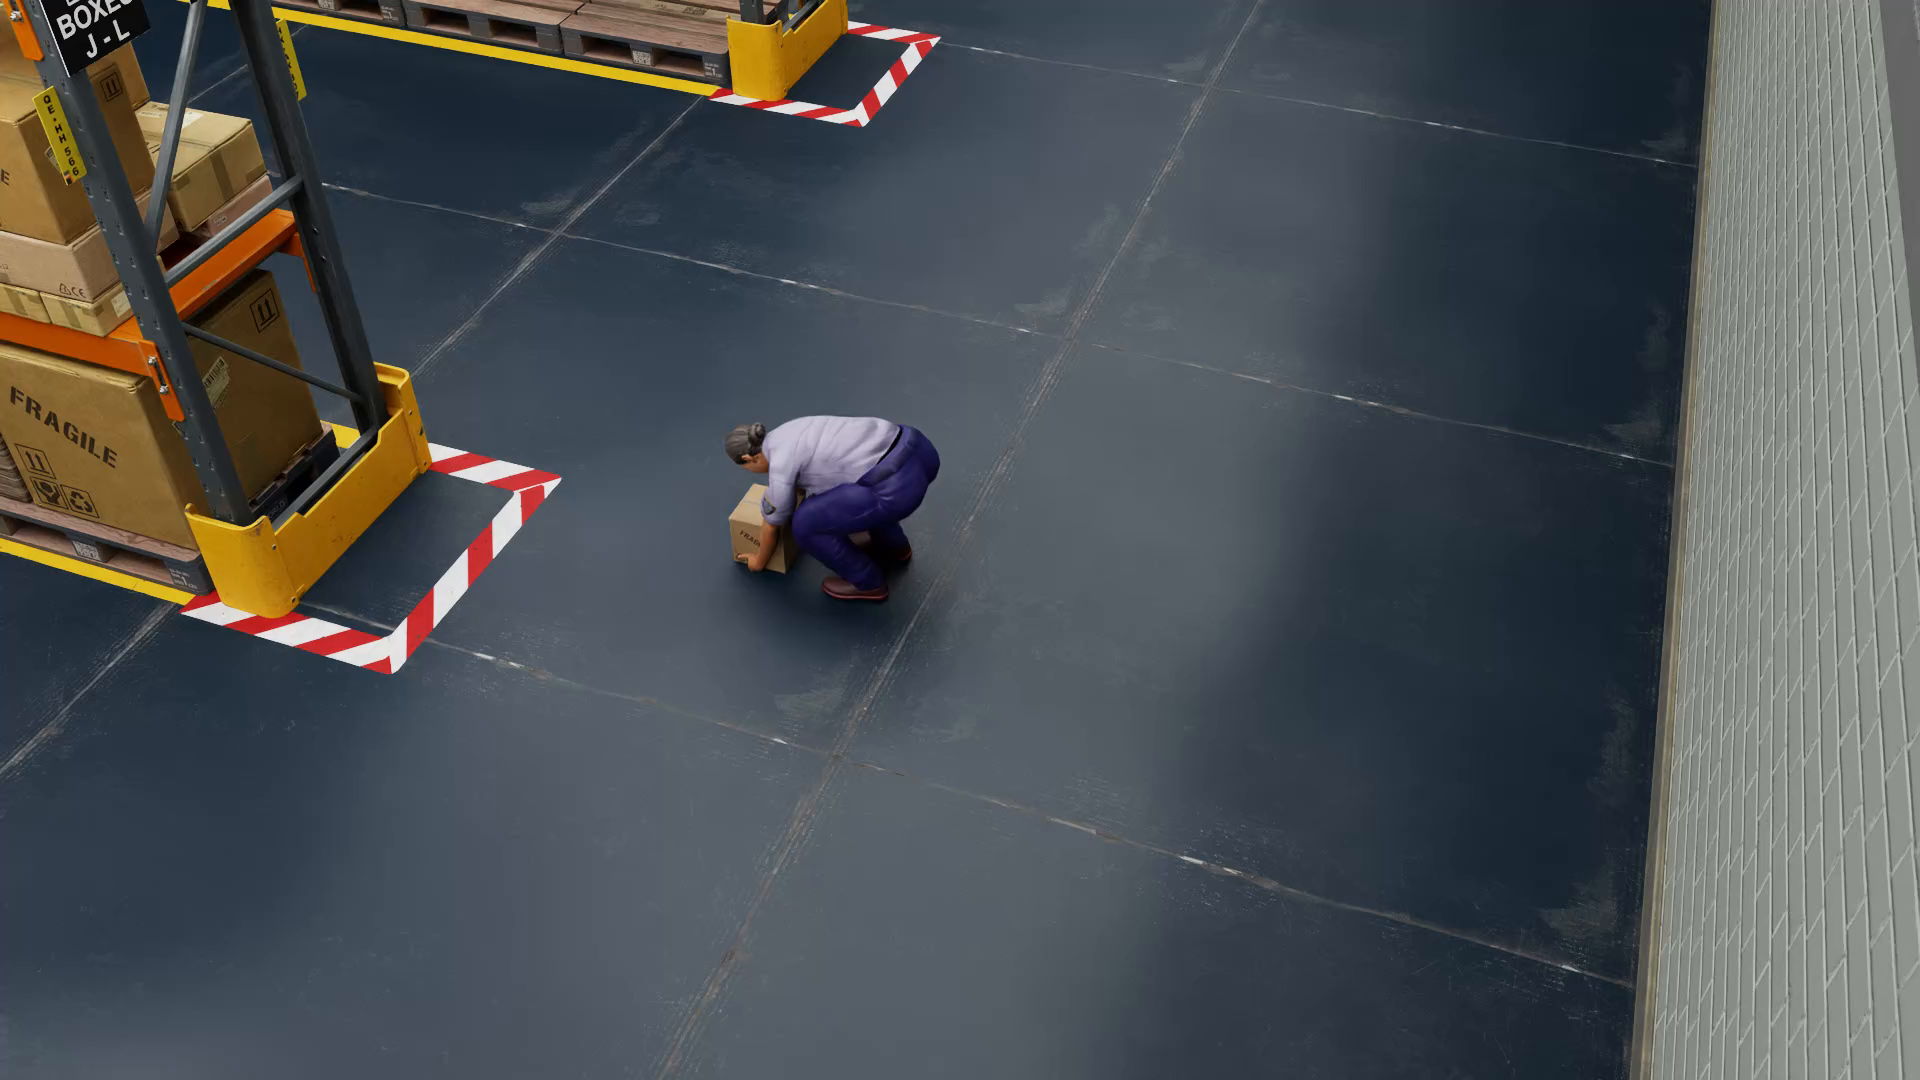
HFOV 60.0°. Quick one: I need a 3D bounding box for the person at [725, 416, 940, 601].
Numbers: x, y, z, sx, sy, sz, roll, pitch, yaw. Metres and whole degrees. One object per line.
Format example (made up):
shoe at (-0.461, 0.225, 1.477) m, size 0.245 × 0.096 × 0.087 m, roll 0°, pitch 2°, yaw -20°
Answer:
person at (-0.546, -0.172, 7.032) m, size 0.905 × 0.784 × 0.521 m, roll 12°, pitch 43°, yaw 13°
